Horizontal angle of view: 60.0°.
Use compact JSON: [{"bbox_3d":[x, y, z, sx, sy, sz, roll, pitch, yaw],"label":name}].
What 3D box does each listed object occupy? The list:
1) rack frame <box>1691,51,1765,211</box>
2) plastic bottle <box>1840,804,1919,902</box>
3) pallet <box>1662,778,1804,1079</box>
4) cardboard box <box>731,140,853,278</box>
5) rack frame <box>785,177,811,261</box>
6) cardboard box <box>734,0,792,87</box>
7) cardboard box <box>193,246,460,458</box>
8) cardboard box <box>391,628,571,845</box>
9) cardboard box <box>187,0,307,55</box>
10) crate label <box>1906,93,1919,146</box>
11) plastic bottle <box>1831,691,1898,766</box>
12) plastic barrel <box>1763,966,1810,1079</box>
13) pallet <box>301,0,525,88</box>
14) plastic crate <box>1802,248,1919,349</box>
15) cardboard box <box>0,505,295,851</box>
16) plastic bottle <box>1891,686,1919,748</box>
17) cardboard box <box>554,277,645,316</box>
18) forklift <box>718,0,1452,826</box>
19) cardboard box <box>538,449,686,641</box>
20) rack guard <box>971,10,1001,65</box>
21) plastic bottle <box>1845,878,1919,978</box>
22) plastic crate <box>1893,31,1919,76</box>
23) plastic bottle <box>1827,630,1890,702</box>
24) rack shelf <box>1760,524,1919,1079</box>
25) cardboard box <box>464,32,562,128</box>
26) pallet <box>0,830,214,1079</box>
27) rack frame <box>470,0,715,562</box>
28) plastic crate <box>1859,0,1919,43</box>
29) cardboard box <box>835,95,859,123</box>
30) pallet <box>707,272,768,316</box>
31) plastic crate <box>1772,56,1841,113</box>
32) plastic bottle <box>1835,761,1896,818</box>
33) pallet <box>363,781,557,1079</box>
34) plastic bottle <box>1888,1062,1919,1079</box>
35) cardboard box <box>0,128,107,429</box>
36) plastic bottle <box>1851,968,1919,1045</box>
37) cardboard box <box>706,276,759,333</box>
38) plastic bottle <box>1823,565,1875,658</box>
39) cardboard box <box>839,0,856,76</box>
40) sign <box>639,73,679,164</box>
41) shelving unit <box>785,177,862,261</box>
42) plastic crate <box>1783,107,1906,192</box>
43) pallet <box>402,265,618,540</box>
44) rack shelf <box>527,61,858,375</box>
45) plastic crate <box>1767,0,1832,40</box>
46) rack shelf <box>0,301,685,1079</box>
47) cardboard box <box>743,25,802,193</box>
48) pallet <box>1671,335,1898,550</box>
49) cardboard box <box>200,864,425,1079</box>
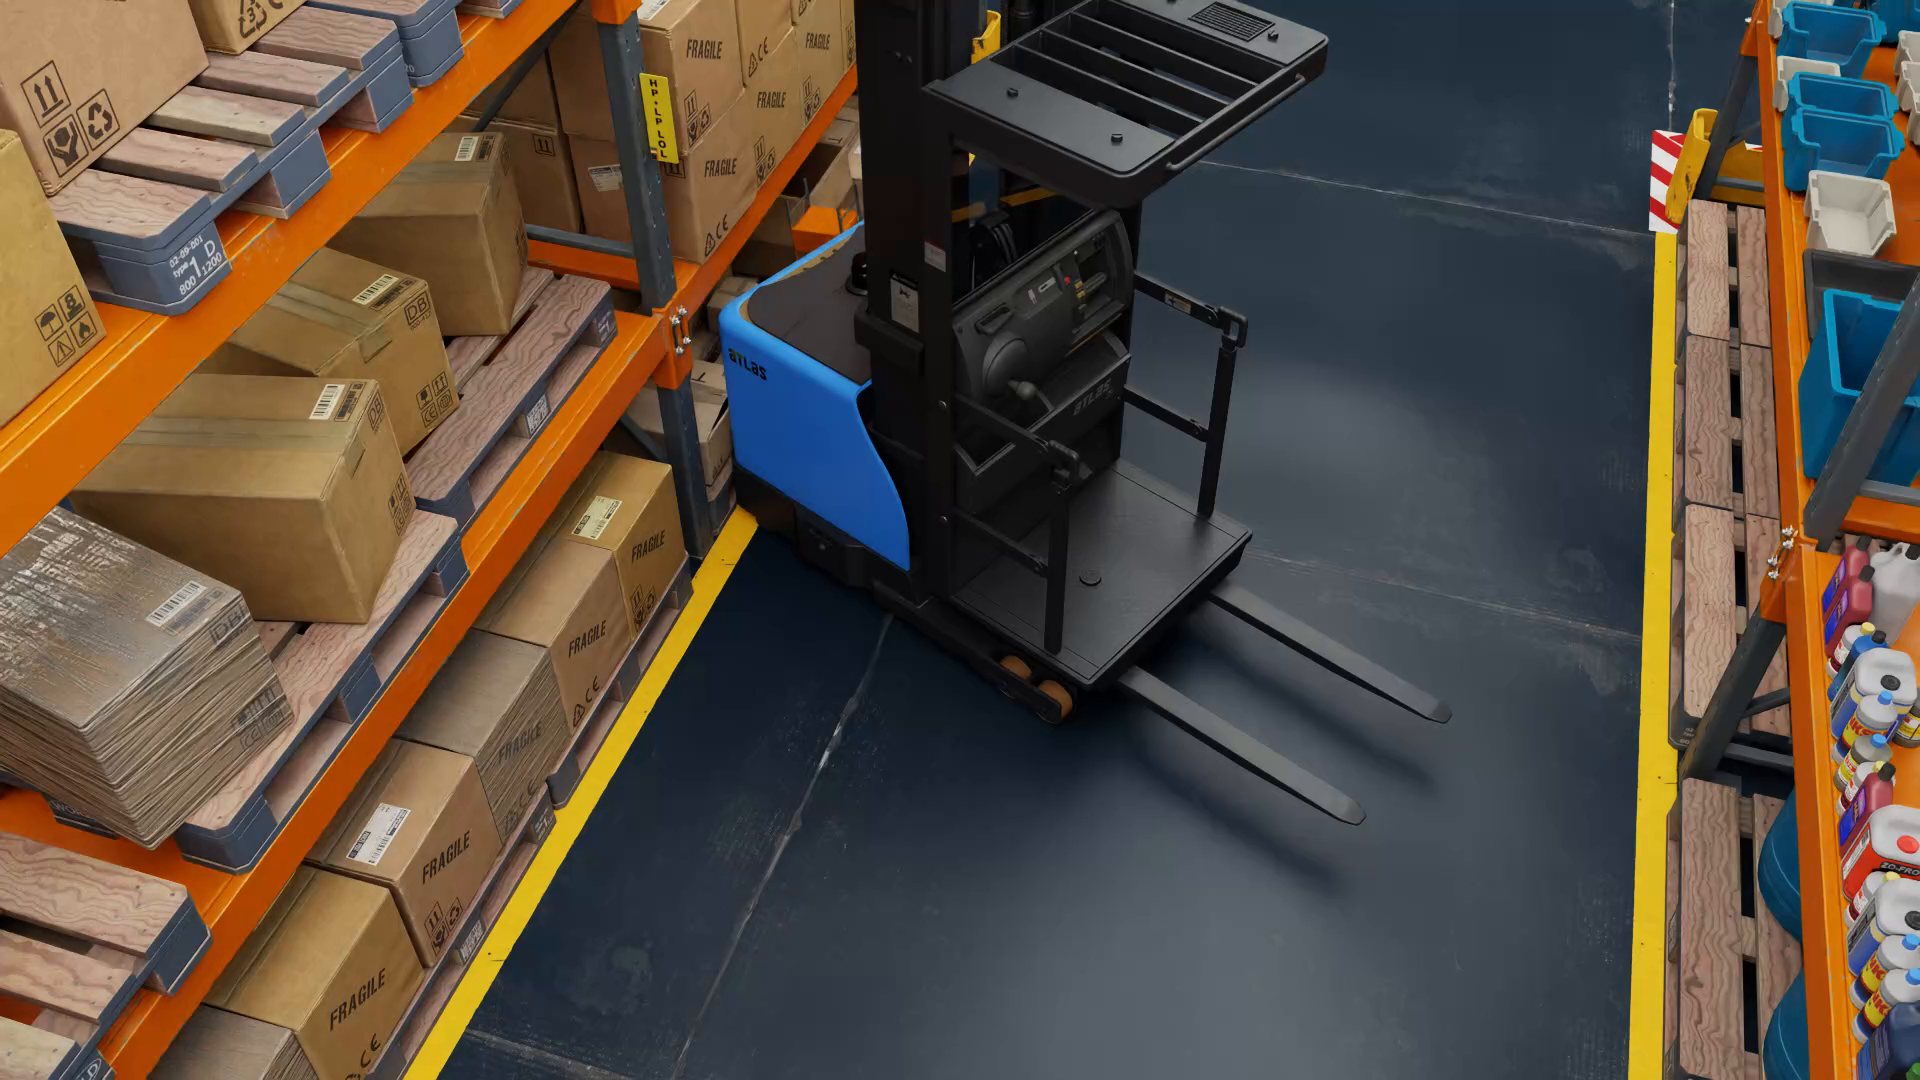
[{"bbox_3d":[4.382,-2.741,7.806,1.000,3.000,0.127,13,46,13],"label":"rack frame"},{"bbox_3d":[2.387,0.814,4.261,0.152,0.276,0.135,13,46,13],"label":"plastic bottle"},{"bbox_3d":[2.898,1.427,5.540,1.003,0.211,1.213,13,46,13],"label":"pallet"},{"bbox_3d":[-0.985,-1.645,8.156,0.797,0.503,0.637,13,46,13],"label":"cardboard box"},{"bbox_3d":[-0.665,-1.136,7.561,0.008,1.050,0.200,11,45,19],"label":"rack frame"},{"bbox_3d":[-0.982,-2.118,6.383,0.500,0.500,0.500,11,45,11],"label":"cardboard box"},{"bbox_3d":[-2.053,-0.572,5.217,0.700,0.500,0.500,19,48,19],"label":"cardboard box"},{"bbox_3d":[-1.735,0.661,5.802,0.500,0.500,0.500,13,46,13],"label":"cardboard box"},{"bbox_3d":[-1.952,-1.650,4.102,0.600,0.600,0.600,12,46,12],"label":"cardboard box"},{"bbox_3d":[4.145,-1.706,6.893,0.396,0.136,0.243,13,46,13],"label":"crate label"},{"bbox_3d":[2.496,0.514,4.571,0.097,0.271,0.097,0,44,0],"label":"plastic bottle"},{"bbox_3d":[2.776,1.356,4.819,0.600,0.901,0.708,13,46,13],"label":"plastic barrel"},{"bbox_3d":[-1.813,-1.712,4.743,1.213,0.211,1.003,13,46,13],"label":"pallet"},{"bbox_3d":[3.254,-0.801,5.977,0.437,0.125,0.590,13,46,13],"label":"plastic crate"},{"bbox_3d":[-2.218,0.341,4.284,0.700,0.500,0.500,21,48,20],"label":"cardboard box"},{"bbox_3d":[2.681,0.482,4.654,0.097,0.201,0.097,0,44,0],"label":"plastic bottle"},{"bbox_3d":[-1.646,-0.830,7.326,0.500,0.500,0.500,13,46,13],"label":"cardboard box"},{"bbox_3d":[0.469,-0.762,5.832,3.031,2.935,1.130,31,52,28],"label":"forklift"},{"bbox_3d":[-1.425,-0.001,6.478,0.500,0.500,0.500,12,46,12],"label":"cardboard box"},{"bbox_3d":[-0.360,-2.849,9.703,1.175,0.500,0.348,13,46,13],"label":"rack guard"},{"bbox_3d":[2.317,0.969,4.103,0.152,0.276,0.135,13,46,13],"label":"plastic bottle"},{"bbox_3d":[4.308,-2.087,7.282,0.396,0.136,0.243,13,46,13],"label":"plastic crate"},{"bbox_3d":[2.566,0.360,4.729,0.097,0.271,0.097,0,44,0],"label":"plastic bottle"},{"bbox_3d":[2.565,1.515,3.970,1.077,0.370,4.000,13,46,13],"label":"rack shelf"},{"bbox_3d":[-1.642,-1.912,6.172,0.500,0.500,0.500,13,46,13],"label":"cardboard box"},{"bbox_3d":[-2.622,1.141,3.975,1.213,0.211,1.003,13,46,13],"label":"pallet"},{"bbox_3d":[-1.549,-1.127,6.156,1.000,3.000,0.127,13,46,13],"label":"rack frame"},{"bbox_3d":[4.459,-2.513,7.504,0.616,0.435,0.499,13,46,13],"label":"plastic crate"},{"bbox_3d":[-0.476,-2.272,9.037,0.380,0.166,0.250,13,46,13],"label":"cardboard box"},{"bbox_3d":[-0.972,-1.403,8.432,1.003,0.211,1.213,13,46,13],"label":"pallet"},{"bbox_3d":[3.612,-1.925,7.117,0.250,0.136,0.298,13,46,13],"label":"plastic crate"},{"bbox_3d":[2.437,0.669,4.463,0.097,0.201,0.097,0,44,0],"label":"plastic bottle"},{"bbox_3d":[-2.127,1.236,5.735,1.003,0.211,1.213,13,46,13],"label":"pallet"},{"bbox_3d":[2.118,1.299,3.760,0.061,0.283,0.133,13,46,13],"label":"plastic bottle"},{"bbox_3d":[-2.348,-0.553,3.353,0.910,0.500,0.500,13,46,13],"label":"cardboard box"},{"bbox_3d":[2.226,1.107,3.965,0.097,0.271,0.097,0,44,0],"label":"plastic bottle"},{"bbox_3d":[-0.963,-1.084,7.823,0.380,0.166,0.250,13,46,13],"label":"cardboard box"},{"bbox_3d":[2.613,0.210,4.874,0.061,0.283,0.133,13,46,13],"label":"plastic bottle"},{"bbox_3d":[-0.676,-2.459,7.445,0.500,0.500,0.500,12,46,12],"label":"cardboard box"},{"bbox_3d":[-1.019,-1.425,5.633,0.100,0.325,0.005,13,46,13],"label":"sign"},{"bbox_3d":[-0.552,-1.114,7.521,0.252,1.050,0.215,11,45,19],"label":"shelving unit"},{"bbox_3d":[3.504,-1.530,6.645,0.416,0.233,0.300,13,46,13],"label":"plastic crate"},{"bbox_3d":[-1.895,-0.549,5.702,1.003,0.211,1.213,13,46,13],"label":"pallet"},{"bbox_3d":[-0.943,-2.203,7.770,1.077,0.370,4.000,13,46,13],"label":"rack shelf"},{"bbox_3d":[3.818,-2.377,7.579,0.250,0.136,0.298,13,46,13],"label":"plastic crate"},{"bbox_3d":[-2.154,0.464,5.045,1.077,0.370,4.000,13,46,13],"label":"rack shelf"},{"bbox_3d":[-0.983,-1.786,6.758,0.500,0.500,0.500,13,46,13],"label":"cardboard box"},{"bbox_3d":[3.724,-0.393,7.399,1.003,0.211,1.213,13,46,13],"label":"pallet"},{"bbox_3d":[-2.040,1.349,5.098,0.500,0.500,0.500,12,46,12],"label":"cardboard box"}]
